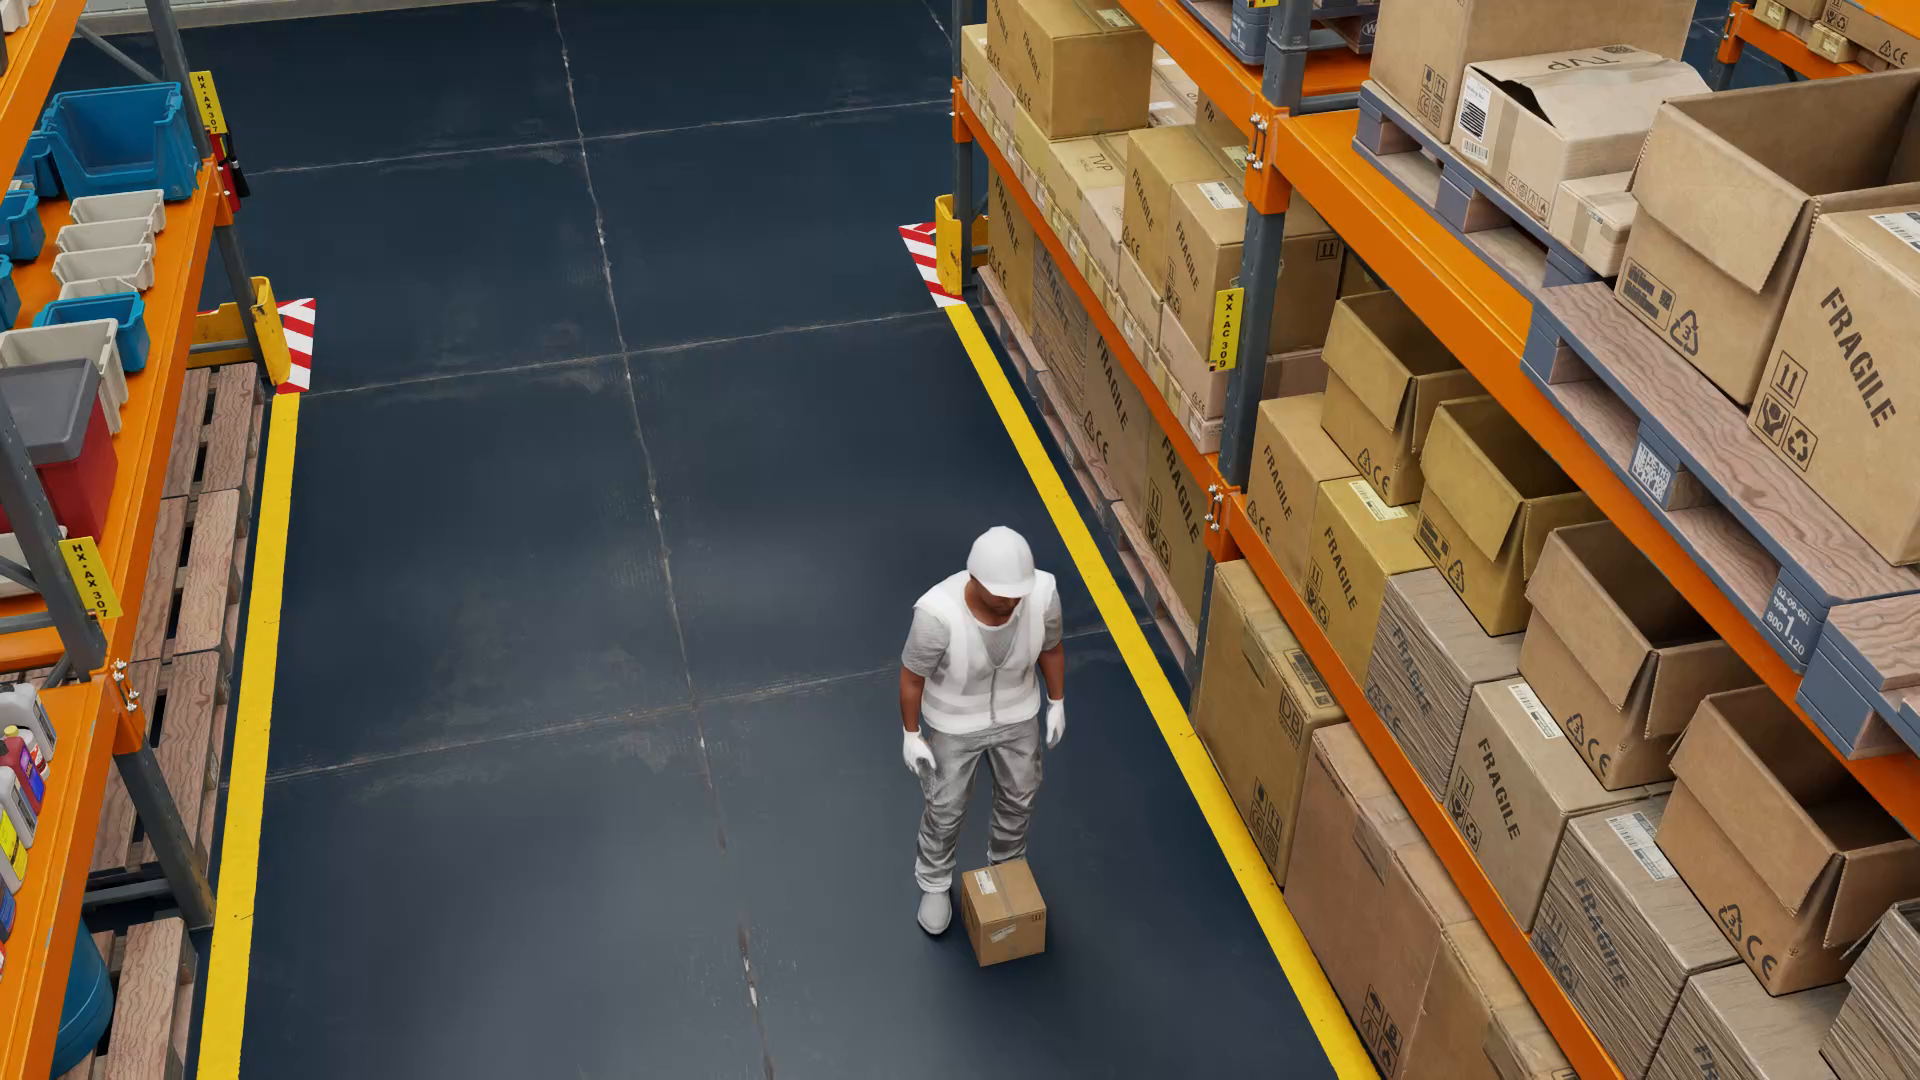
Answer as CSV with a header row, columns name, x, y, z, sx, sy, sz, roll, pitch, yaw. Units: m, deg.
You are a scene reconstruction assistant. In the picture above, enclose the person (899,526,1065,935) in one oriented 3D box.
name,x,y,z,sx,sy,sz,roll,pitch,yaw
person,0.089,0.647,5.874,0.615,1.772,0.452,-11,39,-14
